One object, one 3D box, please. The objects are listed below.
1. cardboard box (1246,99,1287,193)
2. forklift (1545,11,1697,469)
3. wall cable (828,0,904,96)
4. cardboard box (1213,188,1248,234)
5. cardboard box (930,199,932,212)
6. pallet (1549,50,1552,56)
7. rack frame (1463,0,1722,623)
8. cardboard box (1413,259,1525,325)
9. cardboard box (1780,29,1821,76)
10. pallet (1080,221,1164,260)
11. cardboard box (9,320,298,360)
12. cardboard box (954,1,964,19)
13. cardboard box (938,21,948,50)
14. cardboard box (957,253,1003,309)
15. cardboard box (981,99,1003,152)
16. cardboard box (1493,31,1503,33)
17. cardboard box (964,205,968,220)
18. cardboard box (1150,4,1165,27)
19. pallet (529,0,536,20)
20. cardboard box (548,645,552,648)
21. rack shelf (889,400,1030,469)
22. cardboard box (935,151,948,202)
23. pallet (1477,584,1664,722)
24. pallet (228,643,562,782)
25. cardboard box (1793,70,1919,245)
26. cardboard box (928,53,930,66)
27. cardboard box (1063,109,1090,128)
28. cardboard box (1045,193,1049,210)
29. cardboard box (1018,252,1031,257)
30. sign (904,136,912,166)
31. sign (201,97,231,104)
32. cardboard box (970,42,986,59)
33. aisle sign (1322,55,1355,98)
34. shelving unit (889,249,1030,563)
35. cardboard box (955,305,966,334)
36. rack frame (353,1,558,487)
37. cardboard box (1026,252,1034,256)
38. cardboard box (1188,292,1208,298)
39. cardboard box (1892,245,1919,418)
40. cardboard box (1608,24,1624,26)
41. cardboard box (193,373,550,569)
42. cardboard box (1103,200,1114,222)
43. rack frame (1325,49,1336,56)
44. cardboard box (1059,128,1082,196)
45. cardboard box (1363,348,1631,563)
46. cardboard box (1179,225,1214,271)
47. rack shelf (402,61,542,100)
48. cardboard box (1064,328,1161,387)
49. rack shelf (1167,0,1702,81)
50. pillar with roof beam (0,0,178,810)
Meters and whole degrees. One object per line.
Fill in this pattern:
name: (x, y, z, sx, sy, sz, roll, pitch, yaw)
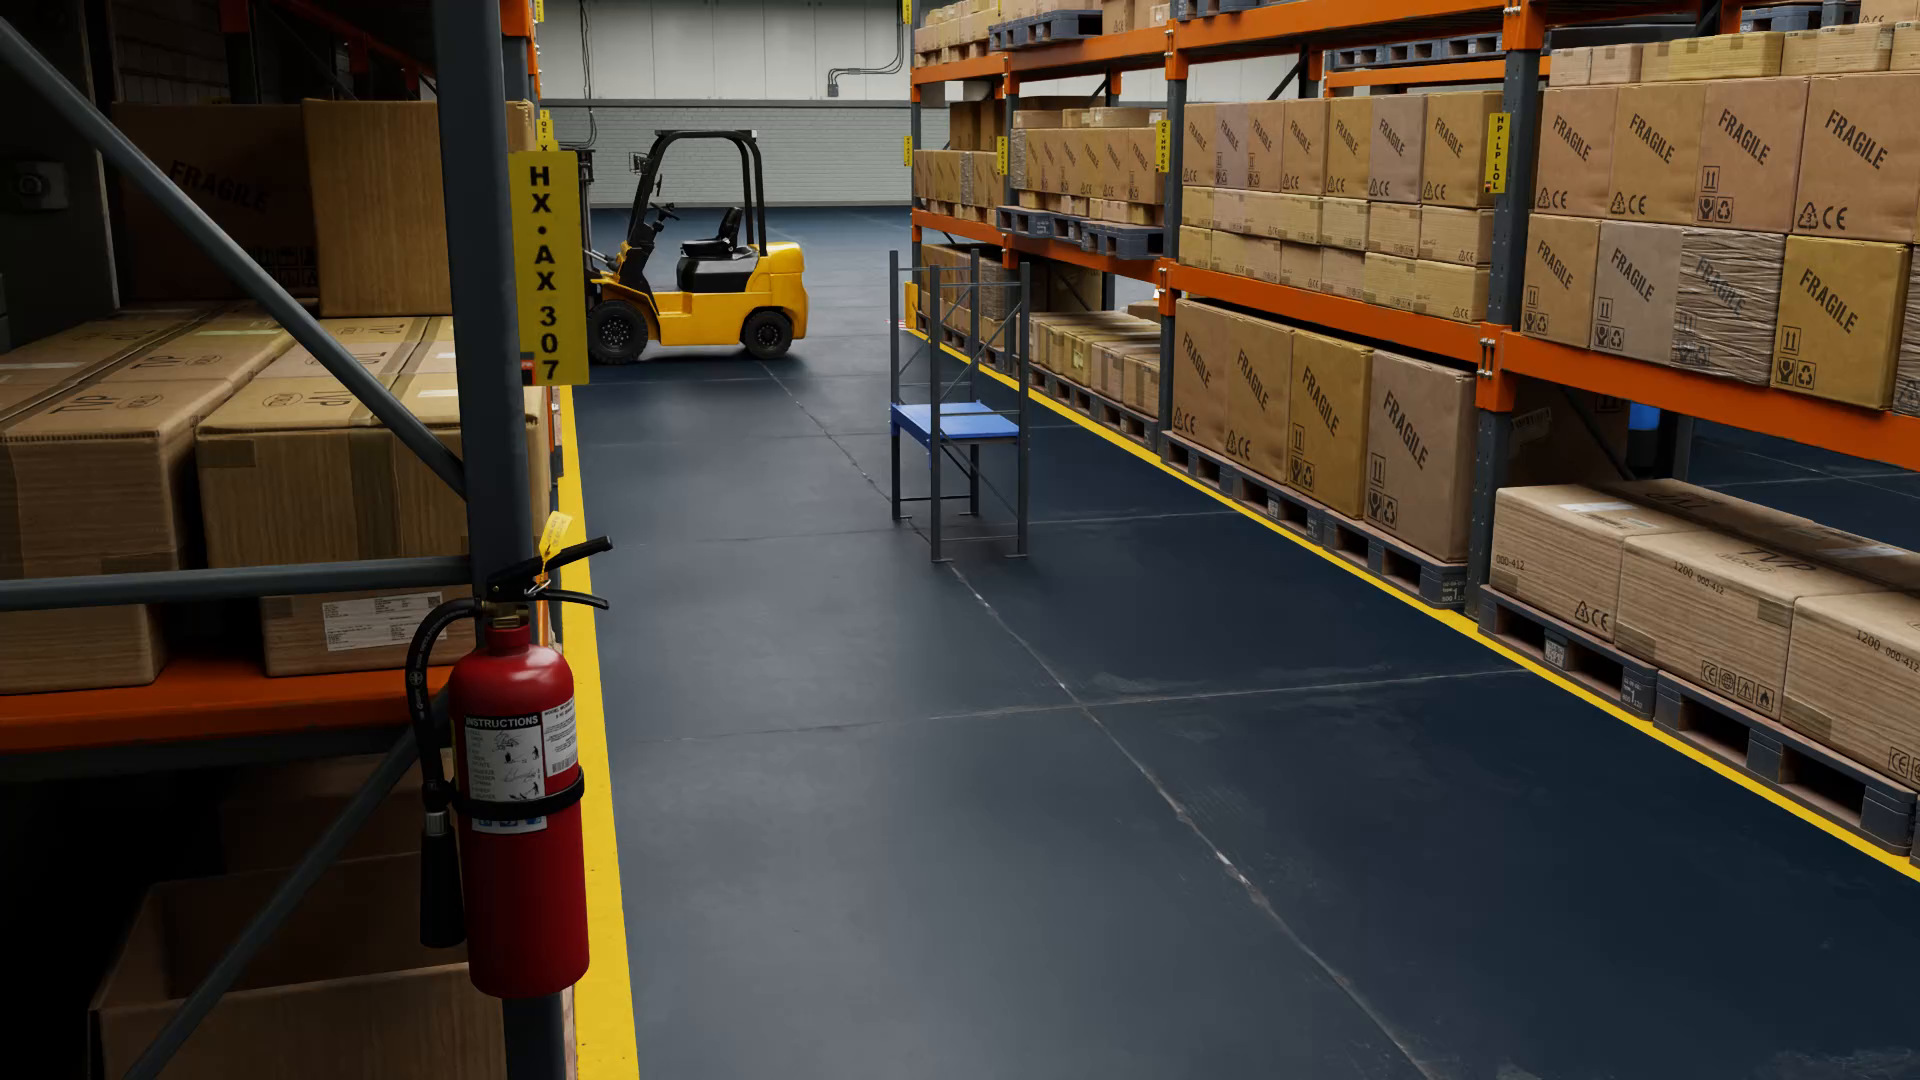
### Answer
cardboard box: (1.949, -2.223, 9.389, 0.500, 0.500, 0.500, -3, 14, -12)
forklift: (4.645, -2.177, 11.661, 1.130, 2.935, 3.031, 8, 16, 28)
wall cable: (-2.797, -16.173, 49.001, 2.305, 6.003, 0.169, -3, 14, -13)
cardboard box: (1.838, -1.970, 9.935, 0.500, 0.250, 0.500, -3, 14, -12)
cardboard box: (-0.105, -3.561, 17.711, 0.380, 0.149, 0.250, -4, 14, -15)
pallet: (5.950, -4.428, 14.813, 0.805, 0.209, 1.217, -4, 14, -15)
rack frame: (2.778, -1.128, 7.222, 1.000, 3.000, 0.127, -3, 14, -13)
cardboard box: (2.428, -1.144, 7.606, 0.500, 0.250, 0.500, -4, 14, -15)
cardboard box: (2.949, -1.598, 5.463, 0.380, 0.149, 0.250, -3, 14, -13)
pallet: (1.568, -2.116, 11.671, 1.213, 0.211, 1.003, -3, 14, -13)
cardboard box: (-1.704, -0.324, 3.621, 0.500, 0.250, 0.500, -3, 14, -11)
cardboard box: (0.156, -5.109, 16.047, 0.380, 0.149, 0.250, -3, 14, -12)
cardboard box: (0.073, -5.059, 16.684, 0.500, 0.250, 0.500, -3, 14, -12)
cardboard box: (0.257, -2.562, 16.423, 0.500, 0.500, 0.500, -3, 14, -10)
cardboard box: (0.605, -4.117, 16.515, 0.700, 0.500, 0.500, -3, 14, -14)
cardboard box: (5.291, -4.926, 15.884, 0.380, 0.149, 0.250, -3, 14, -13)
cardboard box: (0.255, -3.203, 16.247, 0.380, 0.149, 0.250, -4, 14, -14)
cardboard box: (1.494, -3.503, 11.156, 0.380, 0.149, 0.250, -3, 14, -13)
pallet: (-3.232, -3.290, 10.150, 1.213, 0.211, 1.003, -3, 14, -11)
cardboard box: (-1.348, 0.610, 4.493, 0.500, 0.500, 0.500, -3, 14, -12)
rack shelf: (-0.020, -0.574, 8.872, 0.538, 0.185, 1.000, -3, 14, -13)
cardboard box: (0.047, -3.727, 17.027, 0.500, 0.500, 0.500, -4, 14, -14)
pallet: (2.881, 0.407, 6.817, 1.003, 0.211, 1.213, -3, 14, -13)
pallet: (-1.886, 0.663, 5.769, 1.003, 0.211, 1.213, -3, 14, -13)
cardboard box: (2.992, -1.186, 5.145, 0.500, 0.500, 0.500, -3, 14, -14)
cardboard box: (-0.129, -5.081, 17.612, 0.380, 0.149, 0.250, -4, 14, -15)
cardboard box: (1.021, -3.312, 13.075, 0.380, 0.149, 0.250, -2, 14, -10)
cardboard box: (0.913, -2.791, 13.674, 0.380, 0.149, 0.250, -2, 14, -10)
cardboard box: (0.766, -2.599, 16.575, 0.500, 0.500, 0.500, -3, 14, -10)
sign: (-0.568, -4.286, 18.327, 0.100, 0.325, 0.005, -3, 14, -13)
sign: (-2.585, -1.381, 5.819, 0.100, 0.325, 0.005, -3, 14, -13)
cardboard box: (0.301, -4.602, 15.654, 0.380, 0.149, 0.250, -3, 14, -12)
aisle sign: (4.439, -5.458, 19.468, 0.394, 0.787, 0.004, -3, 14, -13)
shelving unit: (-0.020, -0.748, 8.830, 0.538, 1.500, 1.048, -3, 14, -13)
cardboard box: (0.249, -2.203, 16.532, 0.500, 0.250, 0.500, -3, 14, -12)
rack frame: (-2.985, -1.773, 9.863, 1.000, 3.000, 0.127, -3, 14, -13)
cardboard box: (0.863, -2.885, 16.376, 0.380, 0.149, 0.250, -2, 14, -10)
cardboard box: (2.833, -2.419, 17.769, 0.637, 0.503, 0.797, 10, 17, 35)
cardboard box: (3.113, -0.585, 4.789, 0.500, 0.500, 0.500, -3, 14, -12)
cardboard box: (6.008, -4.755, 14.971, 0.500, 0.250, 0.500, -3, 14, -13)
cardboard box: (-0.951, -0.119, 2.782, 0.500, 0.250, 0.500, -3, 14, -13)
cardboard box: (1.245, -2.367, 11.939, 0.380, 0.149, 0.250, -4, 14, -16)
rack frame: (4.748, -7.109, 19.066, 1.000, 3.000, 0.127, -3, 14, -13)
cardboard box: (1.083, -2.898, 12.746, 0.500, 0.500, 0.500, -4, 14, -15)
cardboard box: (2.555, -0.438, 7.992, 0.875, 0.875, 0.875, -3, 14, -11)
cardboard box: (1.709, -1.851, 10.498, 0.500, 0.250, 0.500, -4, 14, -14)
rack shelf: (-4.395, -4.265, 15.258, 1.077, 0.370, 4.000, -3, 14, -13)
cardboard box: (1.362, -1.454, 13.209, 0.950, 0.372, 0.625, -3, 14, -11)
rack shelf: (2.308, -2.697, 8.840, 1.077, 0.370, 4.000, -3, 14, -13)
pillar with roof beam: (1.426, -3.793, 5.493, 9.100, 9.000, 0.400, -3, 14, -13)
